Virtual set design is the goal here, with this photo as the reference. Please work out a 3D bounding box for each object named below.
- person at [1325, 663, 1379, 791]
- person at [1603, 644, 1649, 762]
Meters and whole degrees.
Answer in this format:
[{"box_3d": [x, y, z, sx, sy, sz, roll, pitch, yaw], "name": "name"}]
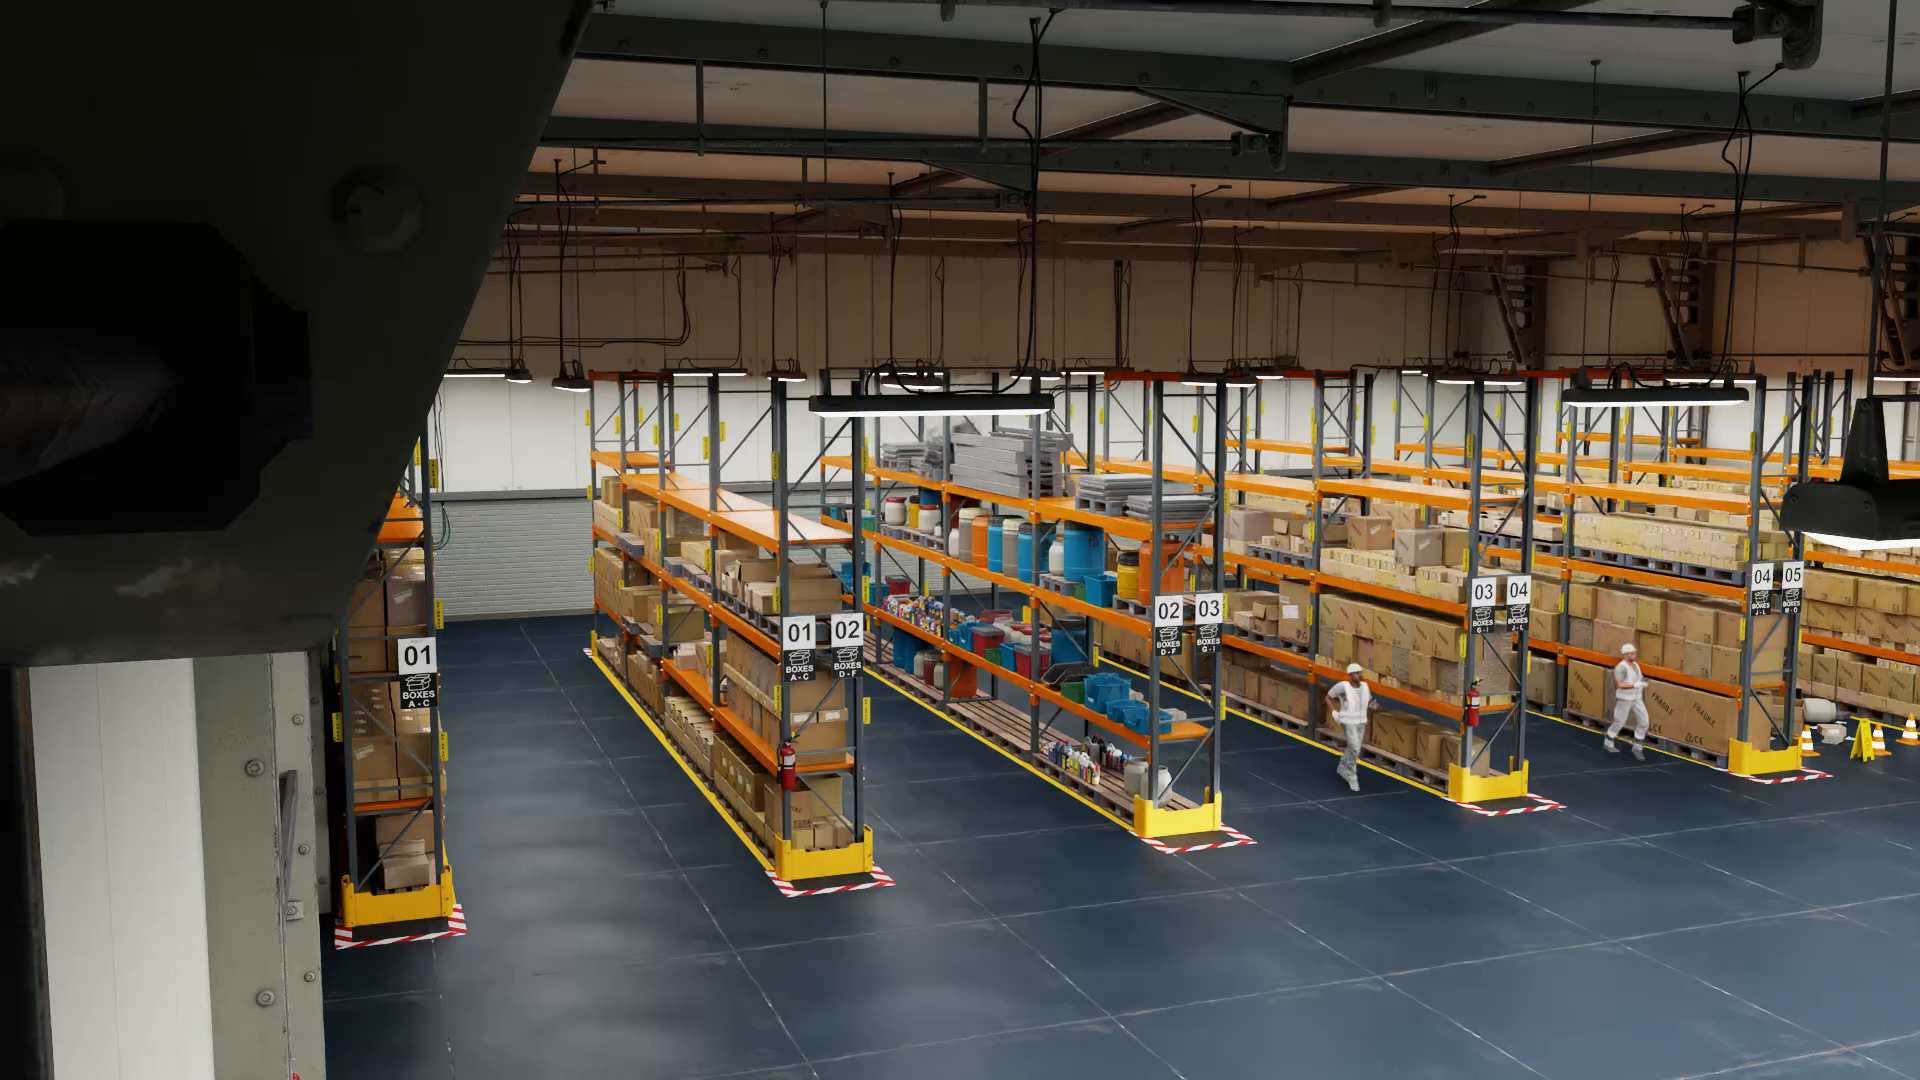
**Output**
[{"box_3d": [5.784, 2.724, 24.430, 0.670, 1.843, 0.760, -3, 7, -28], "name": "person"}, {"box_3d": [10.470, 2.540, 26.027, 0.643, 1.845, 0.774, -3, 7, -26], "name": "person"}]
